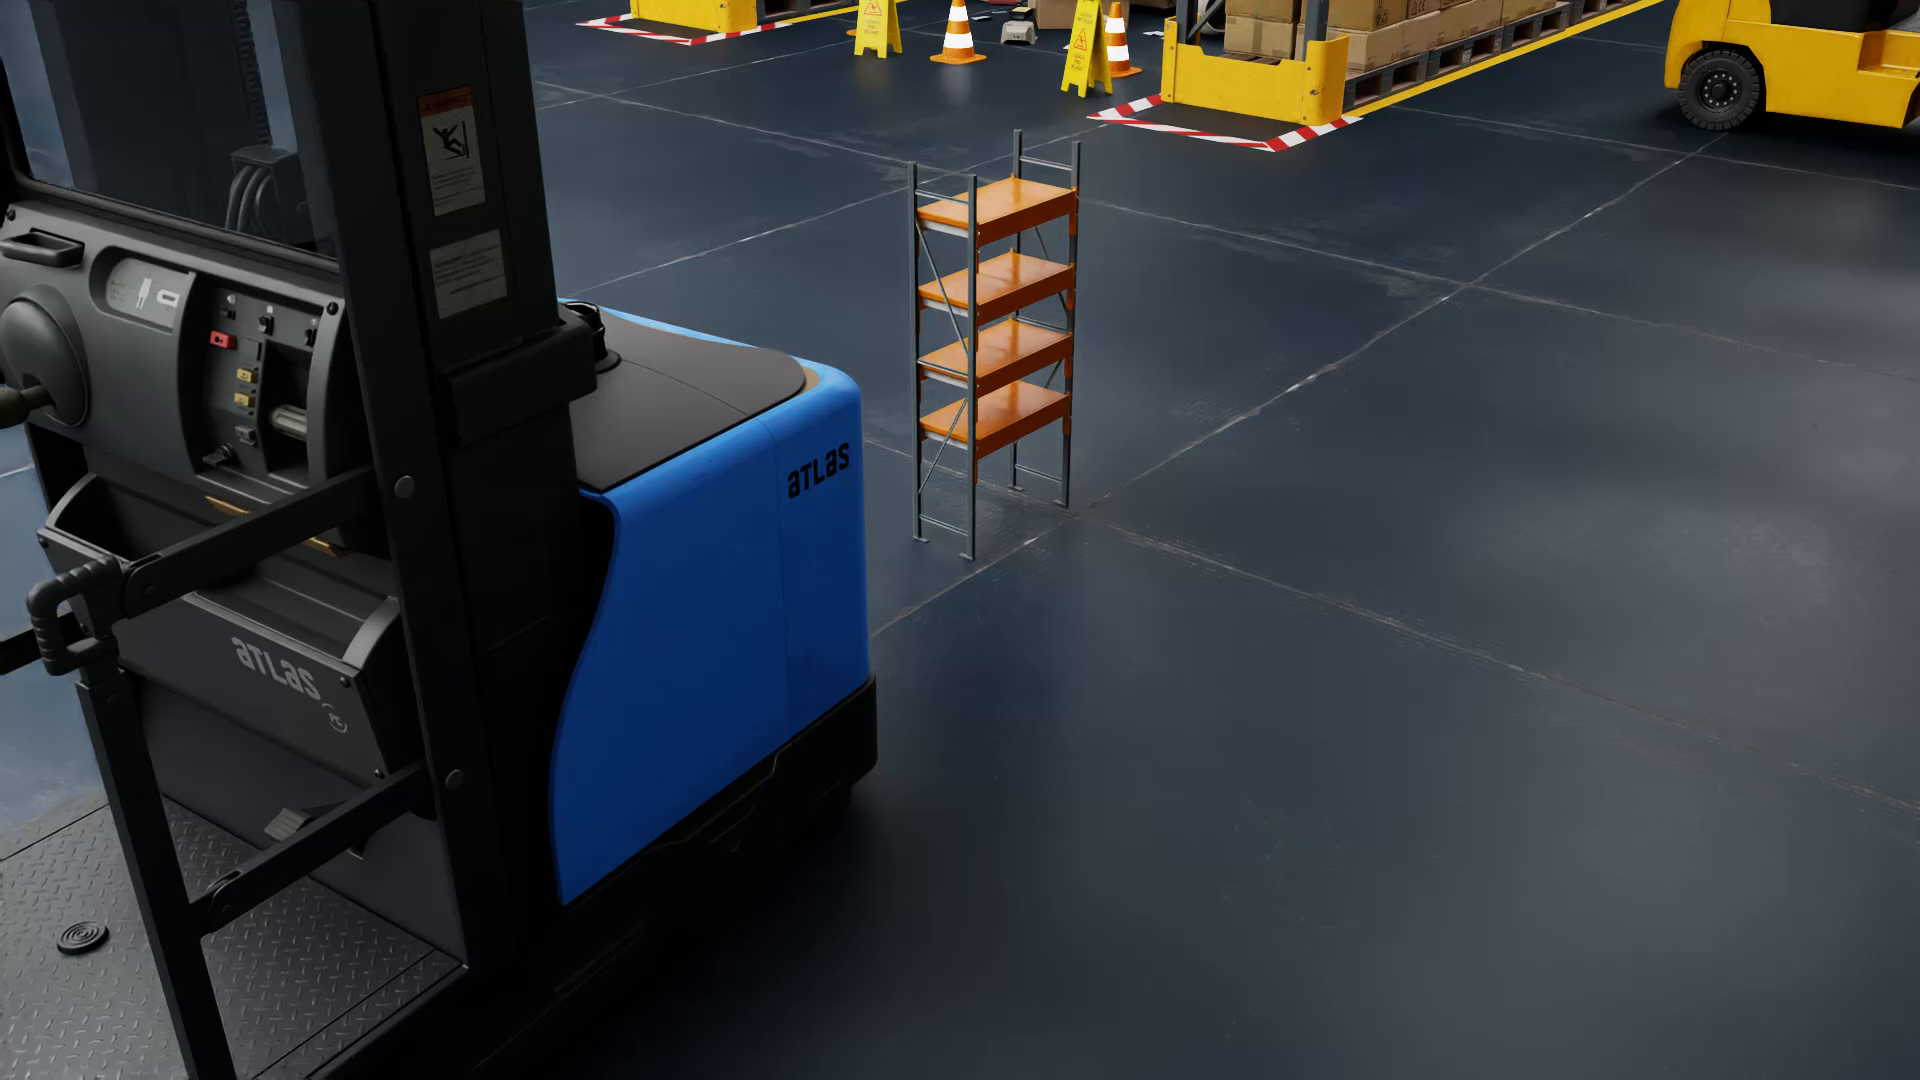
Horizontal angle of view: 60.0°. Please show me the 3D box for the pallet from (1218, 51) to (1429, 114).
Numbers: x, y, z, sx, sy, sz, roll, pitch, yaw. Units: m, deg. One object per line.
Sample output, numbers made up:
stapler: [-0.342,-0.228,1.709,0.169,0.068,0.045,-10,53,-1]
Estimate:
pallet: [2.375,-3.108,11.028,1.003,0.211,1.213,21,34,34]

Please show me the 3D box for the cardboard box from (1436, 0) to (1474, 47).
cardboard box: [3.177,-3.588,11.457,0.500,0.250,0.500,24,35,38]

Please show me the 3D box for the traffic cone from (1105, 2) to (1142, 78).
traffic cone: [1.061,-3.444,11.404,0.336,0.463,0.334,21,34,34]

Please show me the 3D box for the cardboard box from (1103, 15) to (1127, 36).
cardboard box: [1.058,-3.830,12.492,0.250,0.149,0.380,-10,29,-18]

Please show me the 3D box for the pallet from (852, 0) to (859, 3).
pallet: [-0.876,-4.951,14.591,1.003,0.211,1.213,21,34,34]

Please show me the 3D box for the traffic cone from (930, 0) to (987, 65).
traffic cone: [-0.012,-3.648,11.798,0.336,0.463,0.334,21,34,34]

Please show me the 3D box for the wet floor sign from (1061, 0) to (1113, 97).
wet floor sign: [0.836,-3.241,10.813,0.232,0.644,0.267,-15,31,-27]

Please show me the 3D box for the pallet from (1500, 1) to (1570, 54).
pallet: [3.927,-3.973,12.700,1.003,0.211,1.213,21,34,34]

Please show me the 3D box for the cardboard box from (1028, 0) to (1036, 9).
cardboard box: [0.771,-4.509,13.676,0.258,0.266,0.396,-21,34,-35]

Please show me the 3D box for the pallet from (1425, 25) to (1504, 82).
pallet: [3.152,-3.538,11.860,1.003,0.211,1.213,21,34,34]

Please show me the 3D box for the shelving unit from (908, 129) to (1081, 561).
shelving unit: [0.105,-0.592,5.088,0.258,1.200,0.503,21,34,34]

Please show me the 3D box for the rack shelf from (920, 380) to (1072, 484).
rack shelf: [0.105,-0.355,5.210,0.258,0.148,0.480,21,34,34]

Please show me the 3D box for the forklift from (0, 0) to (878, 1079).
forklift: [-1.440,-0.277,2.595,1.130,2.935,3.031,17,32,30]

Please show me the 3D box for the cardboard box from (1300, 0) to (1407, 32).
cardboard box: [2.524,-3.554,10.574,0.500,0.500,0.500,19,33,33]

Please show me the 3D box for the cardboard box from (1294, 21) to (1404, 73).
cardboard box: [2.509,-3.212,10.730,0.500,0.250,0.500,20,34,34]

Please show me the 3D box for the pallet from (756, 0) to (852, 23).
pallet: [-1.653,-4.520,13.758,1.003,0.211,1.213,21,34,34]

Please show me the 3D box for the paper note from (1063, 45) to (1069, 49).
paper note: [0.848,-3.640,12.253,0.148,0.019,0.142,9,29,17]

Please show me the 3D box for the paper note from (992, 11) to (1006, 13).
paper note: [0.320,-4.304,13.559,0.123,0.001,0.032,-10,29,-18]

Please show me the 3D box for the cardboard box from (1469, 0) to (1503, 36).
cardboard box: [3.501,-3.766,11.801,0.500,0.250,0.500,21,34,35]

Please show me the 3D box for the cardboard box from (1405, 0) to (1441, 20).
cardboard box: [2.853,-3.740,10.935,0.500,0.500,0.500,19,33,33]

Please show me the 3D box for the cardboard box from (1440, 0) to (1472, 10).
cardboard box: [3.179,-3.916,11.274,0.500,0.500,0.500,22,34,35]

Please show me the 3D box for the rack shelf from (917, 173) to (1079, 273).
rack shelf: [0.105,-0.941,4.907,0.258,0.148,0.480,21,34,34]

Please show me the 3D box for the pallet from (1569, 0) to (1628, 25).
pallet: [4.821,-4.498,13.715,1.003,0.211,1.213,21,34,34]

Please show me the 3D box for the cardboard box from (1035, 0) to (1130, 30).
cardboard box: [0.947,-4.295,13.006,0.797,0.503,0.637,0,27,0]

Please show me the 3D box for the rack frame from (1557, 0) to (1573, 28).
rack frame: [4.327,-5.460,12.539,1.000,3.000,0.127,21,34,34]

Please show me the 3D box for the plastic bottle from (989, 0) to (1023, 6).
plastic bottle: [0.396,-4.511,13.904,0.283,0.061,0.133,9,29,17]

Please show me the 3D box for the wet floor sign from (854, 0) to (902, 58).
wet floor sign: [-0.591,-3.818,11.928,0.267,0.644,0.232,15,31,26]

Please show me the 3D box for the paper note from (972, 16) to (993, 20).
paper note: [0.180,-4.178,13.295,0.142,0.017,0.144,-15,31,-27]

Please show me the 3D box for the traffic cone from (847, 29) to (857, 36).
traffic cone: [-0.667,-4.099,12.670,0.336,0.463,0.334,21,34,34]

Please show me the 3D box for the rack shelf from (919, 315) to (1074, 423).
rack shelf: [0.105,-0.532,5.119,0.258,0.148,0.480,21,34,34]

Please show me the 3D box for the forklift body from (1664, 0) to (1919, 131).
forklift body: [5.414,-3.421,9.522,2.313,2.155,1.214,21,34,34]

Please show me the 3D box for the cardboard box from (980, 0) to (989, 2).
cardboard box: [0.248,-4.911,14.197,0.500,0.500,0.500,-21,34,-35]

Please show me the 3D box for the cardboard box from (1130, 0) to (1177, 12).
cardboard box: [1.535,-4.690,13.620,0.797,0.637,0.503,21,34,34]

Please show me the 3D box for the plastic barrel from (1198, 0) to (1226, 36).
plastic barrel: [1.929,-4.072,12.661,0.421,0.421,0.512,-5,28,-9]

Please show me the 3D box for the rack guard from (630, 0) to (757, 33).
rack guard: [-2.116,-4.334,13.083,1.175,0.500,0.348,21,34,34]

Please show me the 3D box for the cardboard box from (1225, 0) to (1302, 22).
cardboard box: [2.091,-3.700,10.857,0.500,0.500,0.500,21,34,35]

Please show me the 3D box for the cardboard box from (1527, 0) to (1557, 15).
cardboard box: [4.159,-4.137,12.518,0.500,0.250,0.500,23,35,37]

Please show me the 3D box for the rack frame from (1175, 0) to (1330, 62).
rack frame: [1.783,-4.042,9.798,1.000,3.000,0.127,21,34,34]

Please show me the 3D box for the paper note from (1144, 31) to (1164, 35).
paper note: [1.504,-3.892,12.753,0.142,0.019,0.148,-15,31,-27]

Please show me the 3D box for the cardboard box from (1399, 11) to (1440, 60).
cardboard box: [2.840,-3.391,11.075,0.500,0.250,0.500,22,35,36]

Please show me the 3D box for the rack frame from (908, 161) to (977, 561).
rack frame: [-0.050,-0.505,4.921,0.240,1.200,0.015,21,34,34]

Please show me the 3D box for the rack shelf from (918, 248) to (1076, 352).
rack shelf: [0.105,-0.731,5.016,0.258,0.148,0.480,21,34,34]

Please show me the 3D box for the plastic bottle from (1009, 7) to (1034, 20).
plastic bottle: [0.502,-4.254,13.406,0.133,0.061,0.283,9,29,17]

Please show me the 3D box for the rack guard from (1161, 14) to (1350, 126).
rack guard: [1.831,-2.958,10.424,1.175,0.500,0.348,21,34,34]

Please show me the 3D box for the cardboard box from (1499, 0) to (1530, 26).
cardboard box: [3.828,-3.945,12.147,0.500,0.250,0.500,20,33,33]

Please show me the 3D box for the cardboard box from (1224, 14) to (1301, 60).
cardboard box: [2.105,-3.381,11.056,0.500,0.250,0.500,21,34,34]

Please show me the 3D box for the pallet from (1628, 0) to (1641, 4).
pallet: [5.597,-4.932,14.554,1.003,0.211,1.213,21,34,34]

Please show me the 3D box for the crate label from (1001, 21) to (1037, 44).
crate label: [0.441,-3.800,12.447,0.250,0.136,0.298,4,28,8]

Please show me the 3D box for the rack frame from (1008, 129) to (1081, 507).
rack frame: [0.260,-0.678,5.255,0.240,1.200,0.015,21,34,34]
